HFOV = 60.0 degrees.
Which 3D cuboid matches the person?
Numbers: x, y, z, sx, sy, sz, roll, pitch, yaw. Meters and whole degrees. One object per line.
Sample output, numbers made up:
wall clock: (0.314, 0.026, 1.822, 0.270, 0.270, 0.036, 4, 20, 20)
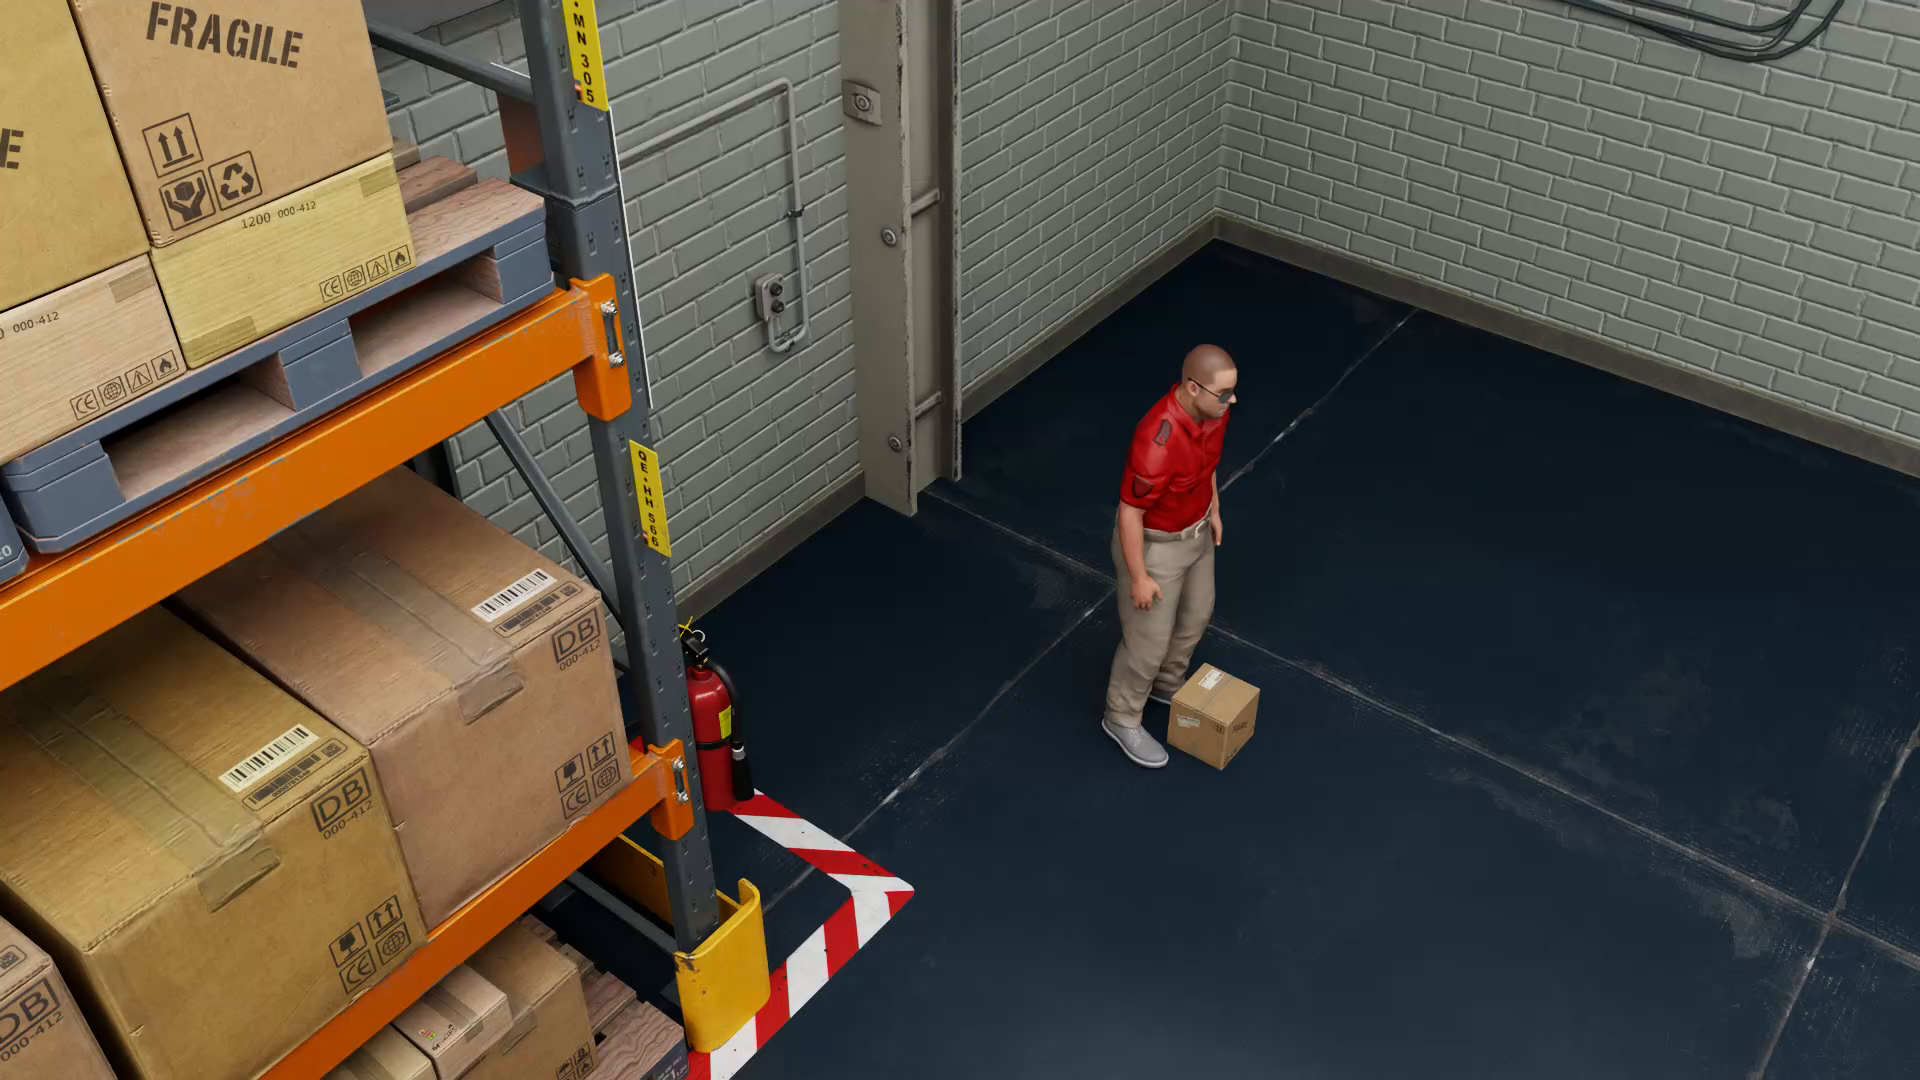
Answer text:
person: (0.798, 0.025, 6.133, 0.419, 1.727, 0.586, 25, 45, 28)
